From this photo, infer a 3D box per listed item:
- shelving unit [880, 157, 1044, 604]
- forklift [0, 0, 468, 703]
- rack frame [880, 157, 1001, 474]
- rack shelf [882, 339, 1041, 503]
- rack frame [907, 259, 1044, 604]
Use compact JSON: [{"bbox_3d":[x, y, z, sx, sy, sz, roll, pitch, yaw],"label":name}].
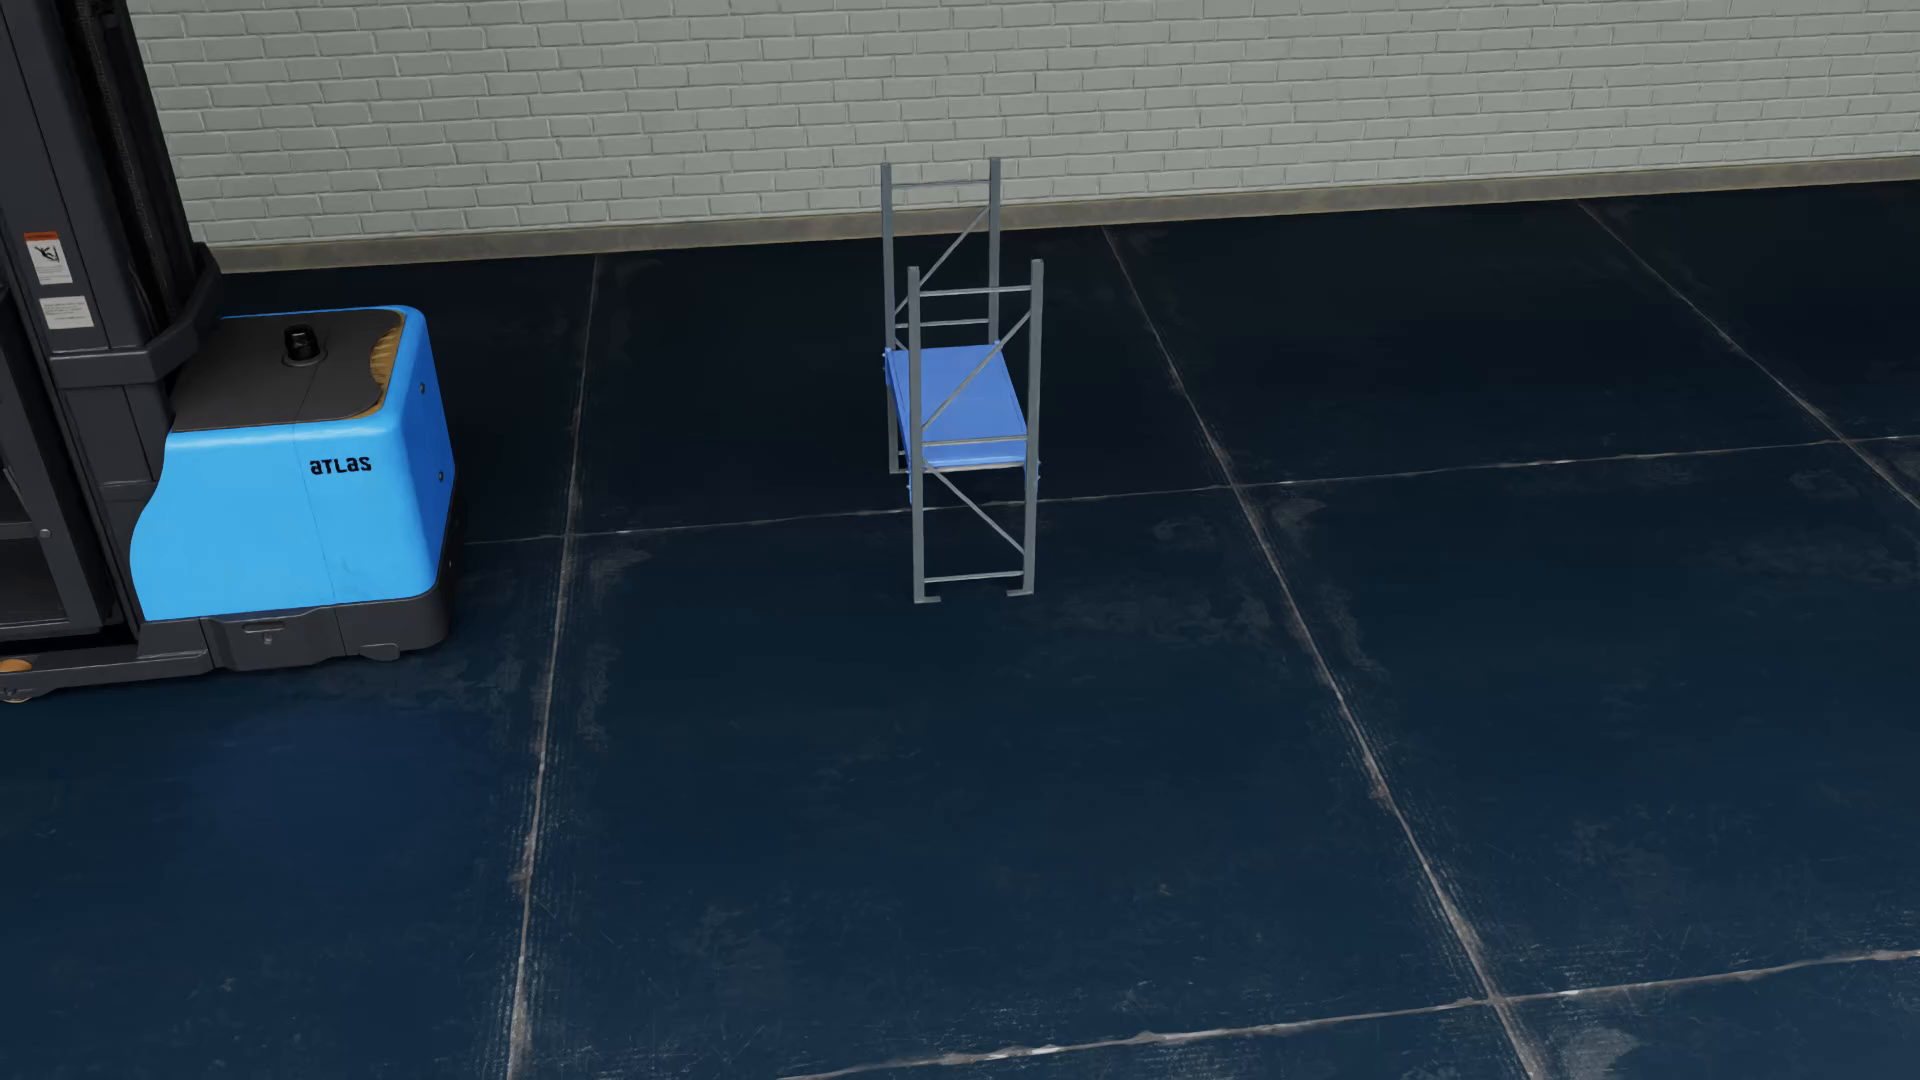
[{"bbox_3d":[-0.011,-0.667,6.897,0.538,1.500,1.048,-4,35,-6],"label":"shelving unit"},{"bbox_3d":[-3.586,-0.894,5.959,3.031,2.935,1.130,-5,35,-7],"label":"forklift"},{"bbox_3d":[-0.080,-0.951,7.314,0.500,1.500,0.032,-4,35,-6],"label":"rack frame"},{"bbox_3d":[-0.011,-0.519,6.999,0.538,0.185,1.000,-4,35,-6],"label":"rack shelf"},{"bbox_3d":[0.057,-0.384,6.481,0.500,1.500,0.032,-4,35,-6],"label":"rack frame"}]
